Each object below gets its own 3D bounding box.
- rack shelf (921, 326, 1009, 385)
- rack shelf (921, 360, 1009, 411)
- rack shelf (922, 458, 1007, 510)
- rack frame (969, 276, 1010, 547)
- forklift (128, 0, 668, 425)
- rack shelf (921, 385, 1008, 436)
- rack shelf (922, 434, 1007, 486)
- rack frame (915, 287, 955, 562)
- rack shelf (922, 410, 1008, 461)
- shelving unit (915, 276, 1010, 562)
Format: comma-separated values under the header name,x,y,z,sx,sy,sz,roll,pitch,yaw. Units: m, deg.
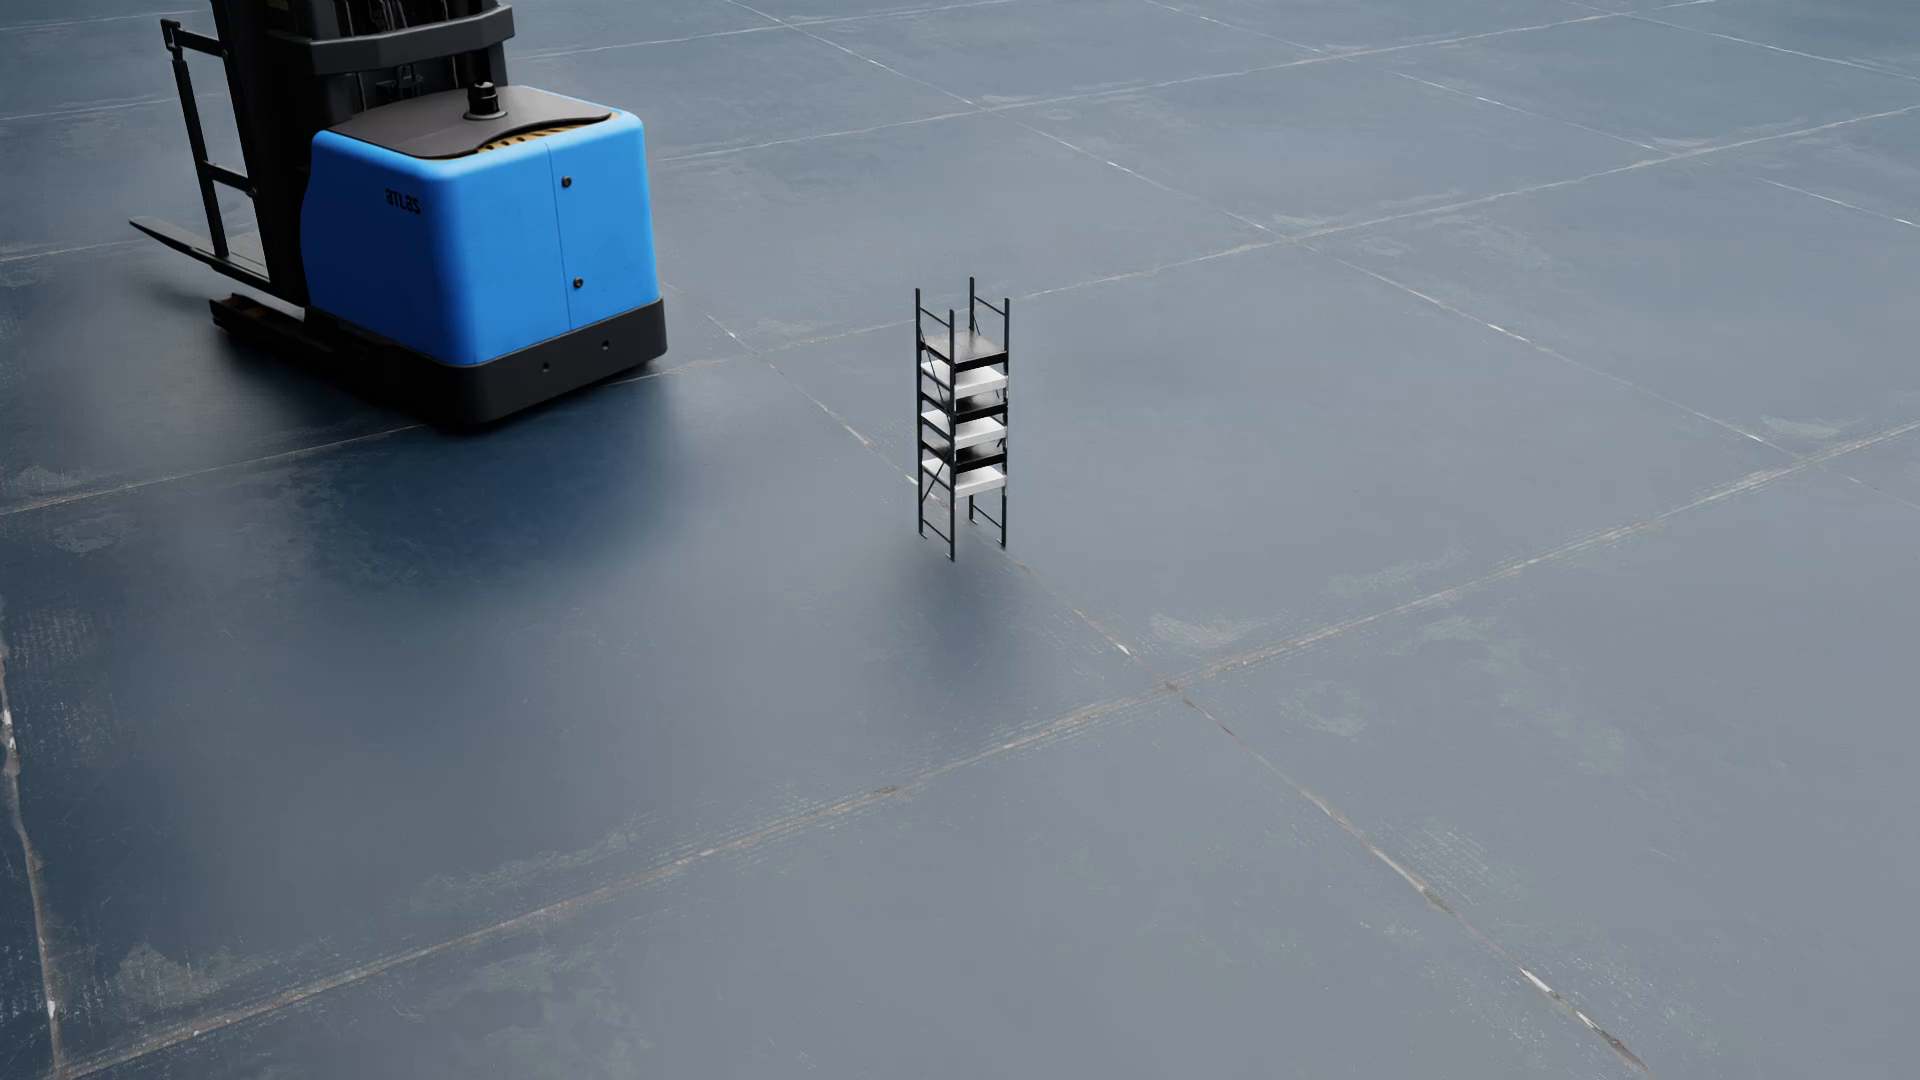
name,x,y,z,sx,sy,sz,roll,pitch,yaw
rack shelf,0.007,-0.603,5.422,0.200,0.077,0.258,-16,33,-26
rack shelf,0.007,-0.524,5.465,0.200,0.077,0.258,-16,33,-26
rack shelf,0.007,-0.209,5.639,0.200,0.077,0.258,-16,33,-26
rack frame,0.095,-0.421,5.581,0.006,0.900,0.240,-16,33,-26
forklift,-2.695,-2.309,6.900,3.031,2.935,1.130,22,36,34
rack shelf,0.007,-0.446,5.509,0.200,0.077,0.258,-16,33,-26
rack shelf,0.007,-0.288,5.596,0.200,0.077,0.258,-16,33,-26
rack frame,-0.081,-0.371,5.491,0.006,0.900,0.240,-16,33,-26
rack shelf,0.007,-0.367,5.552,0.200,0.077,0.258,-16,33,-26
shelving unit,0.007,-0.396,5.536,0.210,0.900,0.258,-16,33,-26
